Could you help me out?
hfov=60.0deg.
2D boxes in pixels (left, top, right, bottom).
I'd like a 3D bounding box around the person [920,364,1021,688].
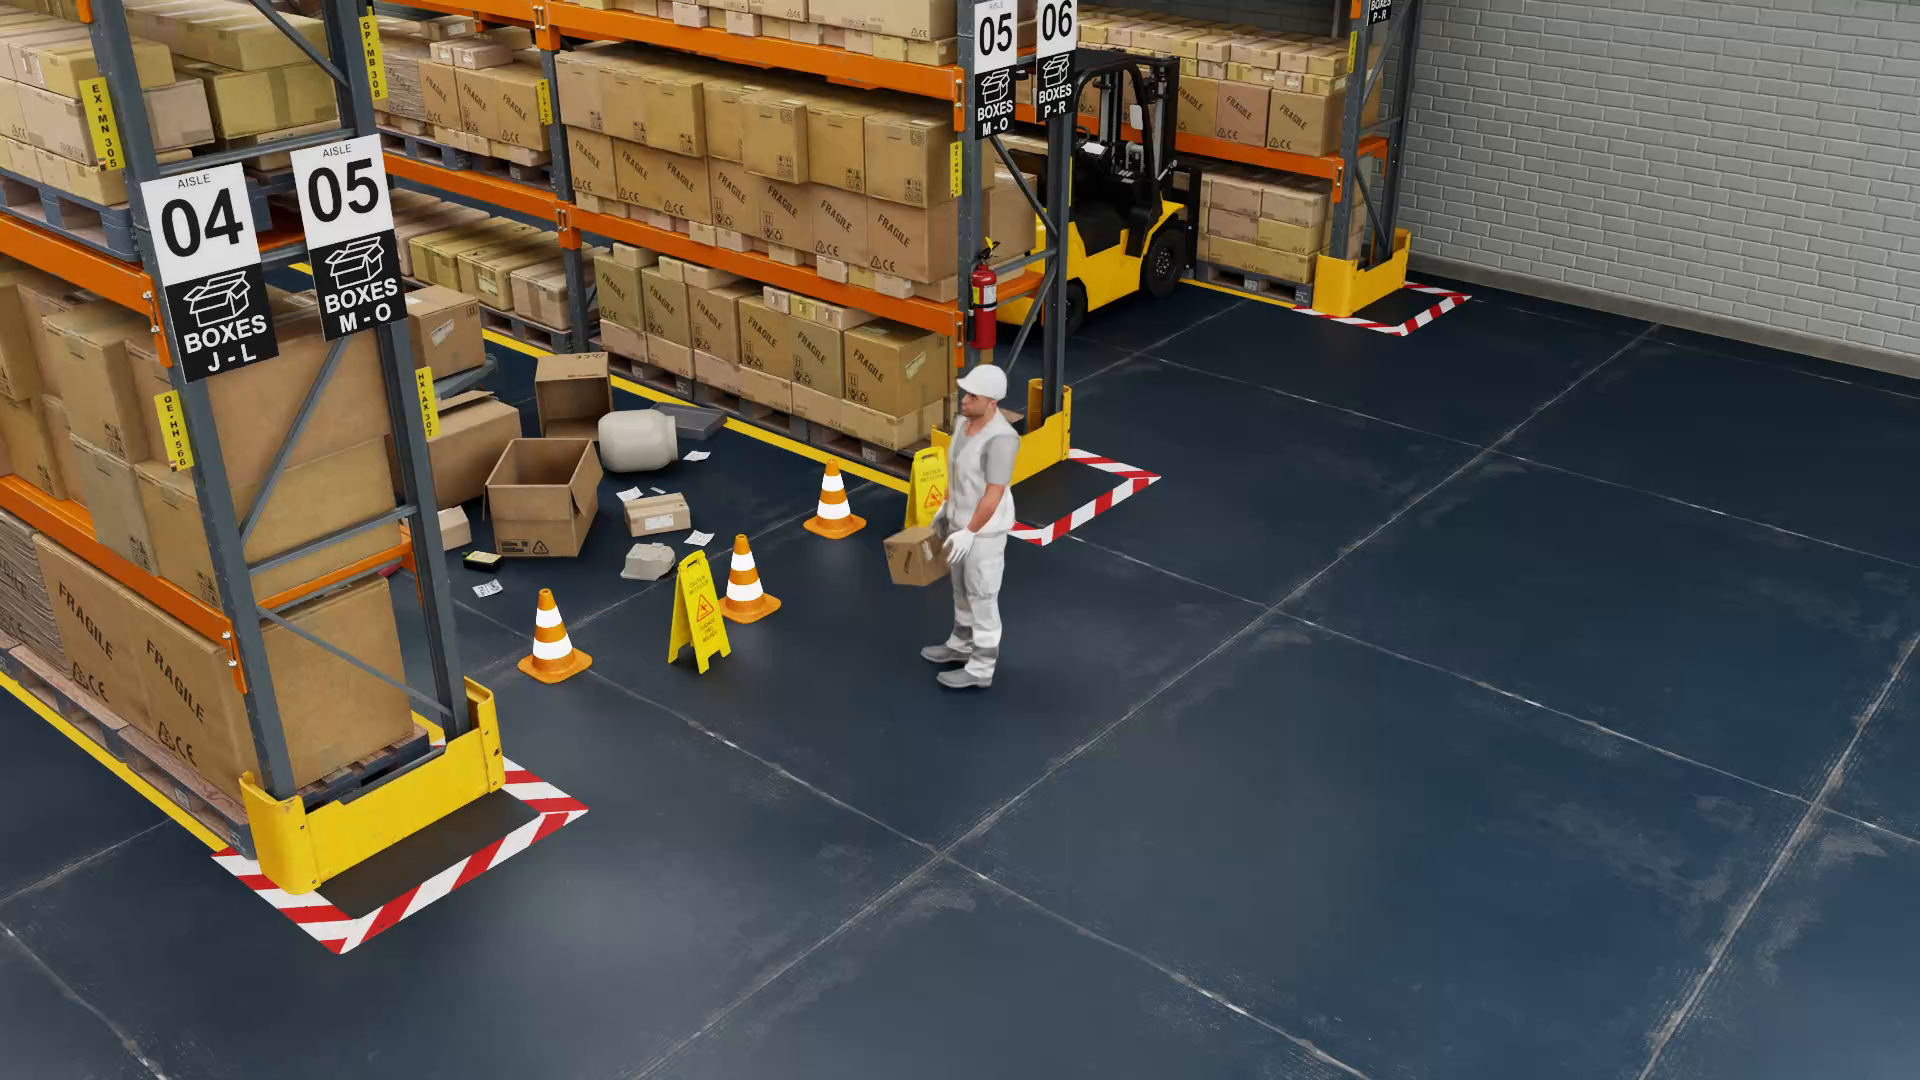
[{"bbox_3d":[0.033,-0.073,8.683,0.436,1.802,0.563,-12,29,-22],"label":"person"}]
